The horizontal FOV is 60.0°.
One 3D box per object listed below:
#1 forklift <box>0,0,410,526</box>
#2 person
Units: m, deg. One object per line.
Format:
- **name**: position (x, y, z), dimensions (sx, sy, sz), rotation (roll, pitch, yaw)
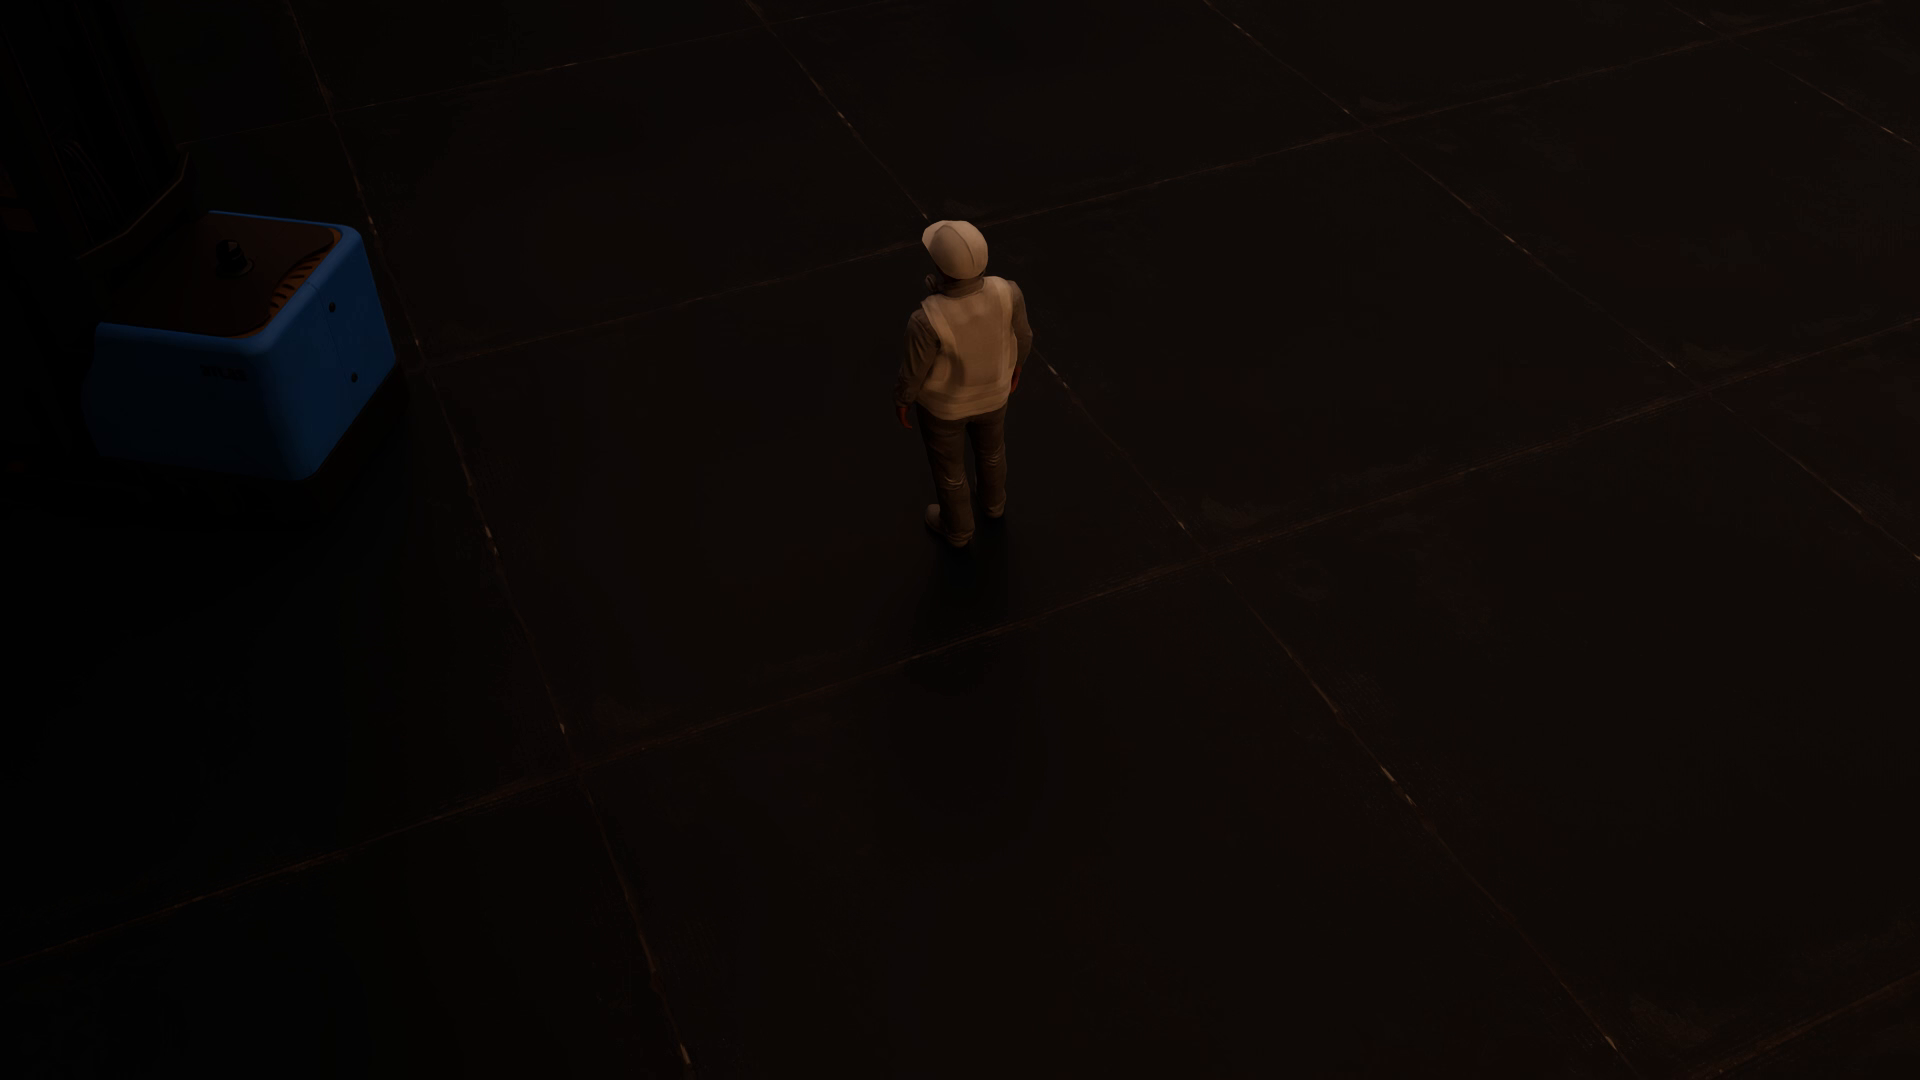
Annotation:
- **forklift**: position (-4.378, -1.641, 7.438), dimensions (3.031, 2.935, 1.130), rotation (8, 44, 8)
- **person**: position (-0.019, -0.695, 7.262), dimensions (0.632, 1.773, 0.568), rotation (-18, 46, -18)
